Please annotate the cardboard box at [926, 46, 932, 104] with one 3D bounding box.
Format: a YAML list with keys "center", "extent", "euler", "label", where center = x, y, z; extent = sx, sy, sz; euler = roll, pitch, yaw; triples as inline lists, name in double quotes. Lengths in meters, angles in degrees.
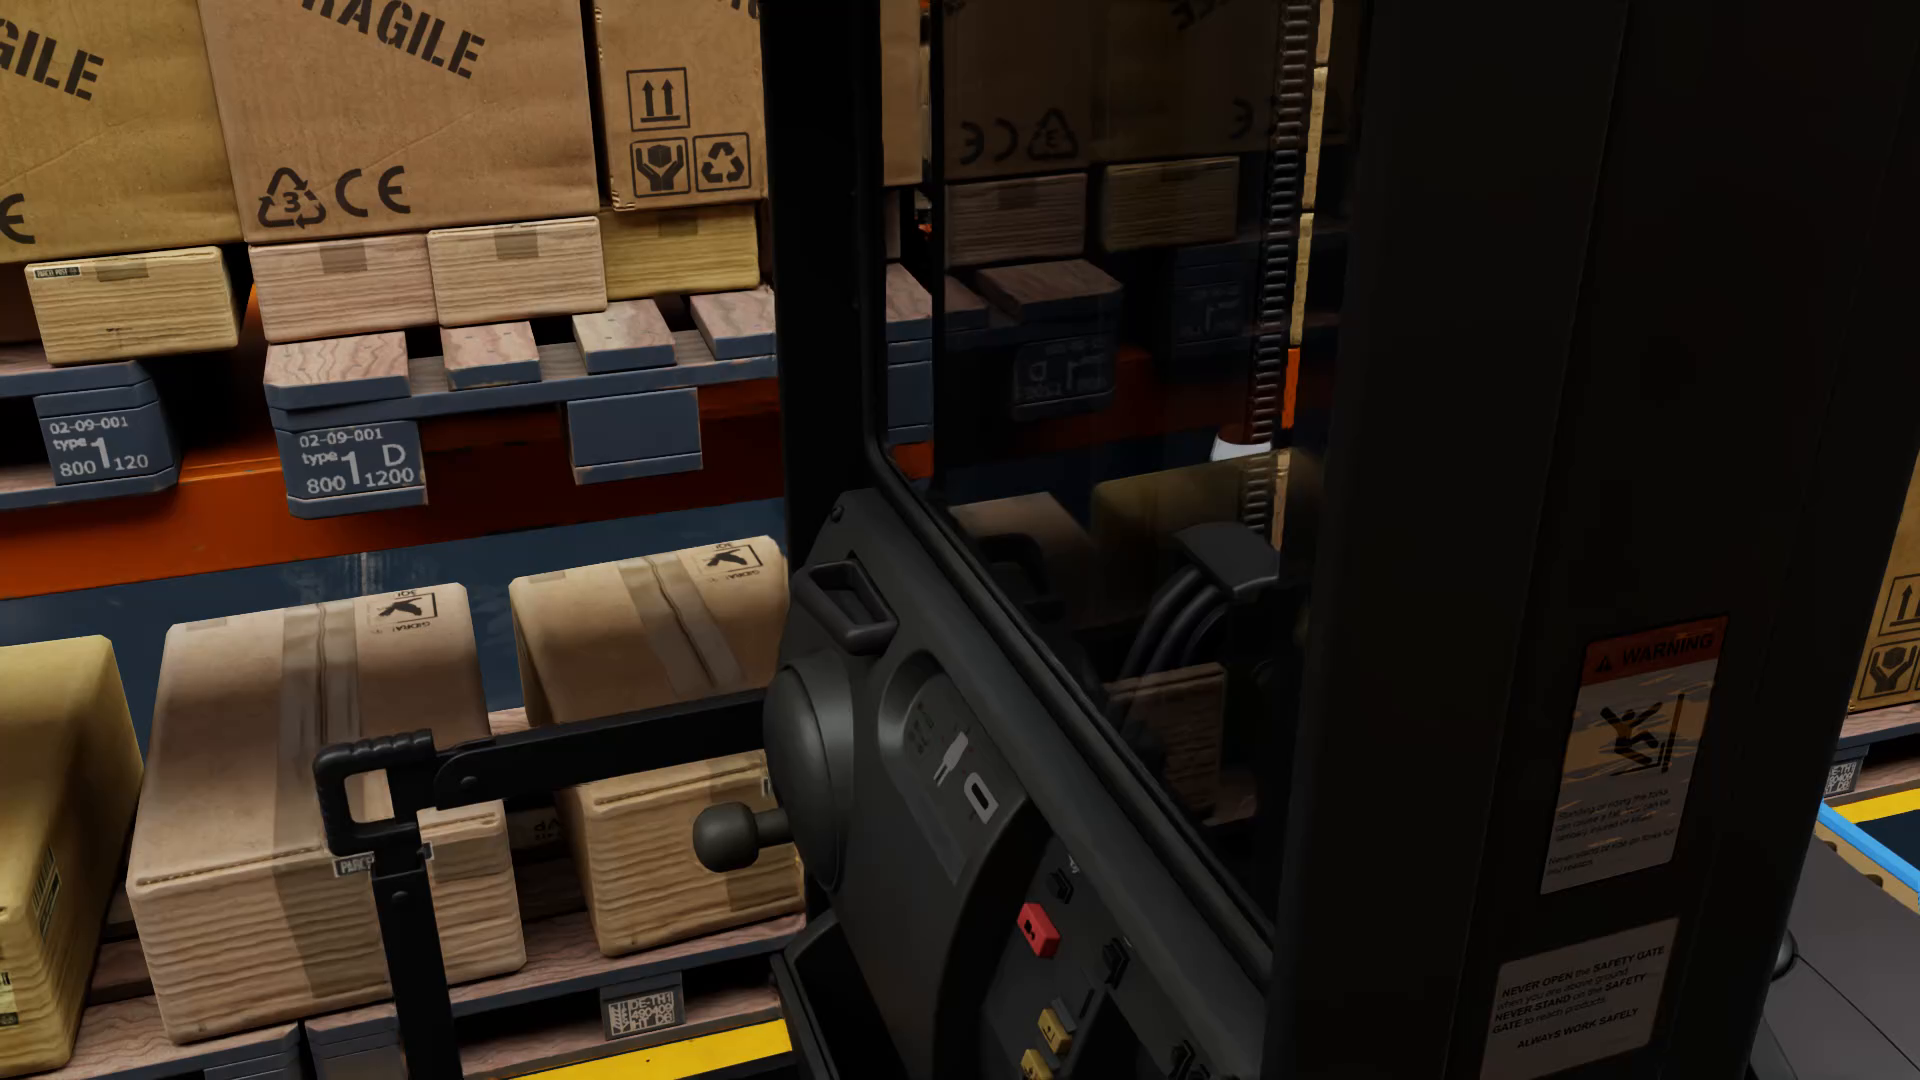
- center: [-0.439, -2.216, 7.836]
  extent: [0.500, 0.250, 0.500]
  euler: [-9, 28, -17]
  label: "cardboard box"

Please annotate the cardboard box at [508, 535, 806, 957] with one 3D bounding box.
- center: [-0.563, 0.392, 3.569]
  extent: [0.625, 0.372, 0.950]
  euler: [-10, 28, -20]
  label: "cardboard box"

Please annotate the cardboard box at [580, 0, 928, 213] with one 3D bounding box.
- center: [-0.369, -0.856, 2.682]
  extent: [0.500, 0.500, 0.500]
  euler: [-9, 28, -18]
  label: "cardboard box"

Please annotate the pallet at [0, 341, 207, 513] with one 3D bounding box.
- center: [-1.893, -0.294, 2.685]
  extent: [1.213, 0.211, 1.003]
  euler: [-8, 28, -16]
  label: "pallet"

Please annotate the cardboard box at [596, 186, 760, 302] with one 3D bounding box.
- center: [-0.494, -0.534, 2.762]
  extent: [0.250, 0.149, 0.380]
  euler: [-8, 27, -15]
  label: "cardboard box"

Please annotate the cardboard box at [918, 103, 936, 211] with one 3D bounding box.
- center: [-0.423, -1.878, 7.998]
  extent: [0.500, 0.500, 0.500]
  euler: [-8, 27, -15]
  label: "cardboard box"

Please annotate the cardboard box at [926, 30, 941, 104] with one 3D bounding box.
- center: [0.035, -2.279, 7.962]
  extent: [0.500, 0.250, 0.500]
  euler: [-8, 28, -16]
  label: "cardboard box"

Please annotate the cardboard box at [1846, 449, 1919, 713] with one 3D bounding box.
- center: [2.359, -0.211, 4.218]
  extent: [0.875, 0.875, 0.875]
  euler: [-7, 27, -15]
  label: "cardboard box"

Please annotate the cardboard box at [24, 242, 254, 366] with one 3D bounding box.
- center: [-1.219, -0.405, 2.502]
  extent: [0.250, 0.149, 0.380]
  euler: [-8, 27, -15]
  label: "cardboard box"

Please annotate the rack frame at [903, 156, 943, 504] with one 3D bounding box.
- center: [-0.023, -0.670, 3.227]
  extent: [0.127, 3.000, 1.000]
  euler: [-8, 28, -16]
  label: "rack frame"

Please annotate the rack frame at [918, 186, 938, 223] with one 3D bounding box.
- center: [-0.101, -0.523, 4.954]
  extent: [0.006, 1.200, 0.240]
  euler: [-8, 28, -16]
  label: "rack frame"

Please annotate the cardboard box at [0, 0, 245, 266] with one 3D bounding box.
- center: [-1.337, -0.710, 2.388]
  extent: [0.500, 0.500, 0.500]
  euler: [-10, 28, -20]
  label: "cardboard box"

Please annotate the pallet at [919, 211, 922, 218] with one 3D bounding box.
- center: [-0.909, -1.607, 8.250]
  extent: [1.213, 0.211, 1.003]
  euler: [-8, 28, -16]
  label: "pallet"

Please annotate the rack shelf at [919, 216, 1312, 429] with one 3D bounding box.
- center: [1.879, -0.623, 3.941]
  extent: [4.000, 0.370, 1.077]
  euler: [-8, 28, -16]
  label: "rack shelf"

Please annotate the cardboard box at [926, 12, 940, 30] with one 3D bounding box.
- center: [-0.118, -2.496, 8.400]
  extent: [0.500, 0.250, 0.500]
  euler: [-8, 27, -15]
  label: "cardboard box"

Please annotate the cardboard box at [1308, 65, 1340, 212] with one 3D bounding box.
- center: [0.535, -0.792, 3.079]
  extent: [0.500, 0.250, 0.500]
  euler: [-8, 28, -16]
  label: "cardboard box"

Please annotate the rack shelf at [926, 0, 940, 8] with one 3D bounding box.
- center: [0.250, -2.702, 8.129]
  extent: [4.000, 0.370, 1.077]
  euler: [-8, 28, -16]
  label: "rack shelf"

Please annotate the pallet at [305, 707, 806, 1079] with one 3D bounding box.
- center: [-0.767, 0.686, 3.631]
  extent: [1.213, 0.211, 1.003]
  euler: [-8, 28, -16]
  label: "pallet"

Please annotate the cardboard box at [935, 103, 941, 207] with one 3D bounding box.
- center: [0.063, -1.951, 8.144]
  extent: [0.500, 0.500, 0.500]
  euler: [-9, 28, -17]
  label: "cardboard box"

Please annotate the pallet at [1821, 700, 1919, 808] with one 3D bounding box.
- center: [1.908, 0.336, 4.336]
  extent: [1.213, 0.211, 1.003]
  euler: [-8, 28, -16]
  label: "pallet"

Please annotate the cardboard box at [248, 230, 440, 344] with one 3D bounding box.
- center: [-0.962, -0.449, 2.591]
  extent: [0.250, 0.149, 0.380]
  euler: [-10, 28, -19]
  label: "cardboard box"

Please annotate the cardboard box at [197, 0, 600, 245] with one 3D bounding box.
- center: [-0.857, -0.780, 2.529]
  extent: [0.500, 0.500, 0.500]
  euler: [-9, 28, -17]
  label: "cardboard box"

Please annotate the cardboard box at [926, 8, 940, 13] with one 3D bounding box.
- center: [-0.740, -4.427, 12.712]
  extent: [0.875, 0.875, 1.225]
  euler: [-9, 28, -18]
  label: "cardboard box"

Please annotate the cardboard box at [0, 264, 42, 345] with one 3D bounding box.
- center: [-1.497, -0.424, 2.540]
  extent: [0.250, 0.149, 0.380]
  euler: [-8, 28, -16]
  label: "cardboard box"

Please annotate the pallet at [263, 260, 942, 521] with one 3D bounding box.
- center: [-0.668, -0.441, 2.981]
  extent: [1.003, 0.211, 1.213]
  euler: [-8, 28, -16]
  label: "pallet"

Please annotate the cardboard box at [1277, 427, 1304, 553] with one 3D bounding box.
- center: [0.659, 0.033, 3.726]
  extent: [0.875, 0.875, 0.875]
  euler: [-8, 28, -17]
  label: "cardboard box"

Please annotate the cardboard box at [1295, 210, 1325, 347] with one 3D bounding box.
- center: [0.520, -0.564, 3.181]
  extent: [0.500, 0.250, 0.500]
  euler: [-9, 28, -17]
  label: "cardboard box"

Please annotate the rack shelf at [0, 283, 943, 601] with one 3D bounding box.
- center: [-1.925, -0.073, 2.832]
  extent: [4.000, 0.370, 1.077]
  euler: [-8, 28, -16]
  label: "rack shelf"

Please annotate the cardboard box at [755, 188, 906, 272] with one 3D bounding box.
- center: [-0.262, -0.601, 2.898]
  extent: [0.250, 0.149, 0.380]
  euler: [-7, 27, -14]
  label: "cardboard box"

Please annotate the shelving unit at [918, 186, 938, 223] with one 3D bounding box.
- center: [-0.014, -0.535, 4.979]
  extent: [0.189, 1.200, 0.258]
  euler: [-8, 28, -16]
  label: "shelving unit"

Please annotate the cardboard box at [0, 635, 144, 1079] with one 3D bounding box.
- center: [-1.985, 0.599, 3.152]
  extent: [0.625, 0.372, 0.950]
  euler: [-7, 27, -14]
  label: "cardboard box"

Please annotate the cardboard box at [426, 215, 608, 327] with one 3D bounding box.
- center: [-0.720, -0.480, 2.654]
  extent: [0.250, 0.149, 0.380]
  euler: [-8, 28, -17]
  label: "cardboard box"

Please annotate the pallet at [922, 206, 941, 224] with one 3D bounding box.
- center: [0.249, -1.774, 8.585]
  extent: [1.213, 0.211, 1.003]
  euler: [-8, 28, -16]
  label: "pallet"

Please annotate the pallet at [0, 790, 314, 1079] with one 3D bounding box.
- center: [-1.925, 0.852, 3.296]
  extent: [1.213, 0.211, 1.003]
  euler: [-8, 28, -16]
  label: "pallet"

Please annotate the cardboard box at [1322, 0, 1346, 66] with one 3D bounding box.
- center: [0.522, -1.127, 2.911]
  extent: [0.500, 0.500, 0.500]
  euler: [-9, 28, -18]
  label: "cardboard box"

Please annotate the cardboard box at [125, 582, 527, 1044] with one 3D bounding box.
- center: [-1.263, 0.497, 3.358]
  extent: [0.625, 0.372, 0.950]
  euler: [-9, 28, -17]
  label: "cardboard box"
